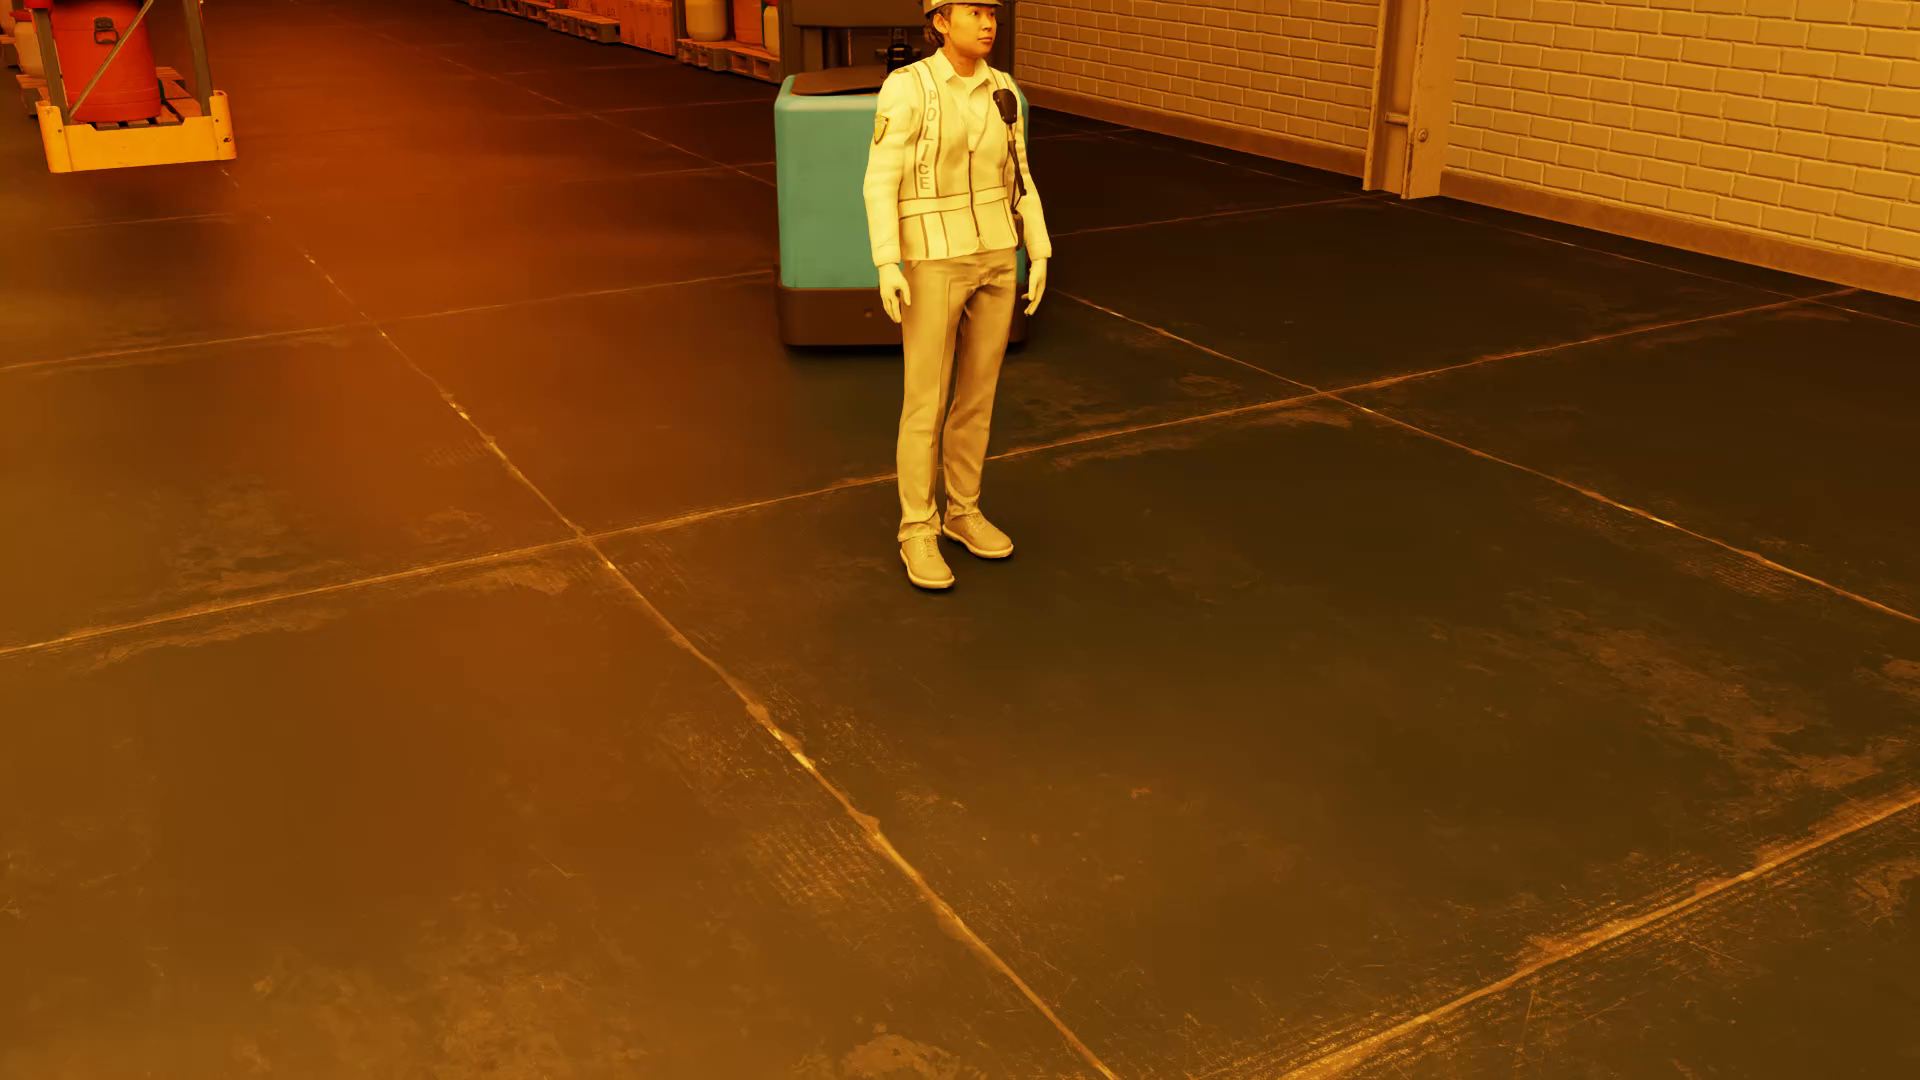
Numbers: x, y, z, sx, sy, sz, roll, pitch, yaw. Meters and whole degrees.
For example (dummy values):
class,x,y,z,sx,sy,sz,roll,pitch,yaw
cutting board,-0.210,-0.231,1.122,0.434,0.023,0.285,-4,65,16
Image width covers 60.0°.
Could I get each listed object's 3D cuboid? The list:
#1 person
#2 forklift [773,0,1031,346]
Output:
class,x,y,z,sx,sy,sz,roll,pitch,yaw
person,0.029,-0.767,4.752,0.587,1.695,0.531,-12,25,-28
forklift,-0.304,-2.678,7.800,1.130,2.935,3.031,-1,22,-3
